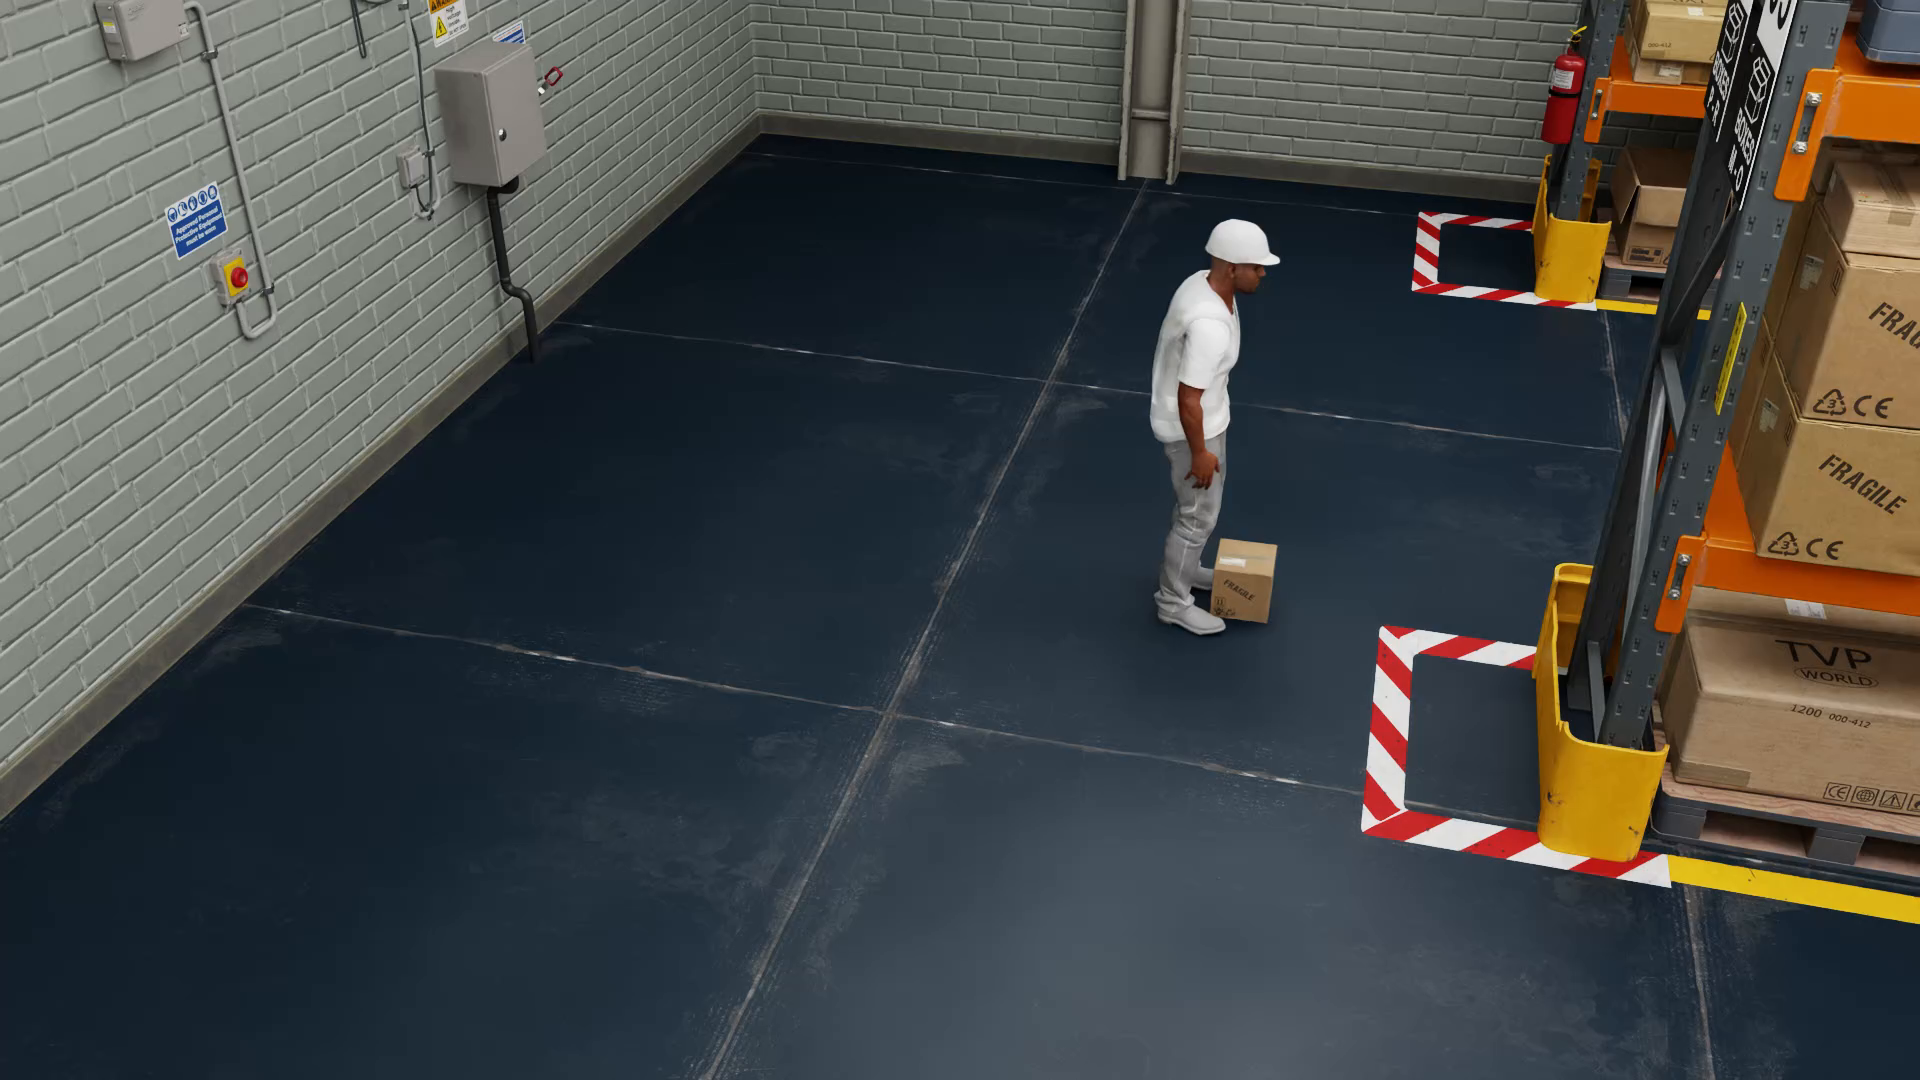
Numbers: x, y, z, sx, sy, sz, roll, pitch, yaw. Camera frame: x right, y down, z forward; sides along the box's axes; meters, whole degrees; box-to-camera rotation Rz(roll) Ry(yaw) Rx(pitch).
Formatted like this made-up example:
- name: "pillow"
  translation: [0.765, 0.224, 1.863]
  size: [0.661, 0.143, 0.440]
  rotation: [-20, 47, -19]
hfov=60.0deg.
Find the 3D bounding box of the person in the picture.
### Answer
- name: "person"
  translation: [1.013, -0.484, 6.878]
  size: [0.462, 1.759, 0.622]
  rotation: [7, 33, 10]
